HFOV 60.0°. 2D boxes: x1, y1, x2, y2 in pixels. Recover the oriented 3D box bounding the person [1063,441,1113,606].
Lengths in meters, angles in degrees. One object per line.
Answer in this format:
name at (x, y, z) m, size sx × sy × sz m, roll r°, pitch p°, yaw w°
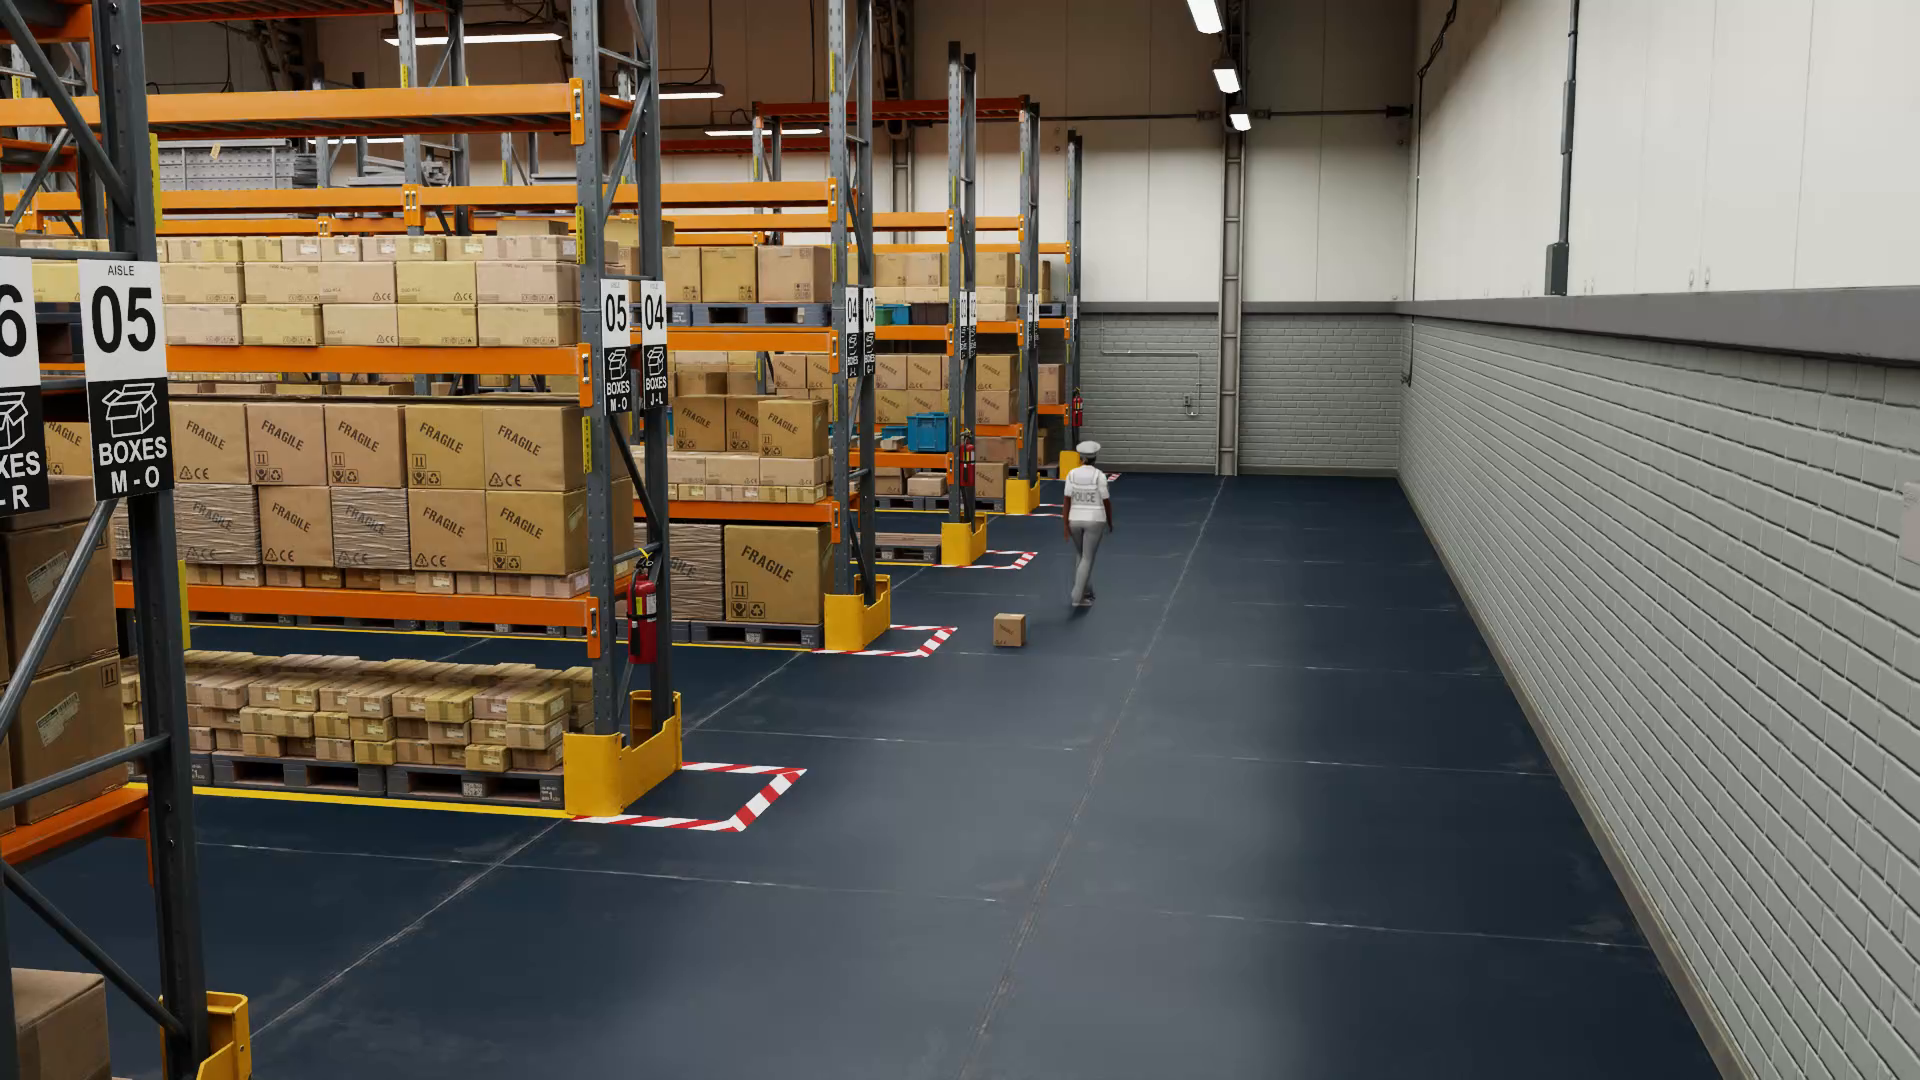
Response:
person at (1.320, -0.166, 16.875) m, size 0.460 × 1.683 × 0.858 m, roll 4°, pitch 9°, yaw 27°
